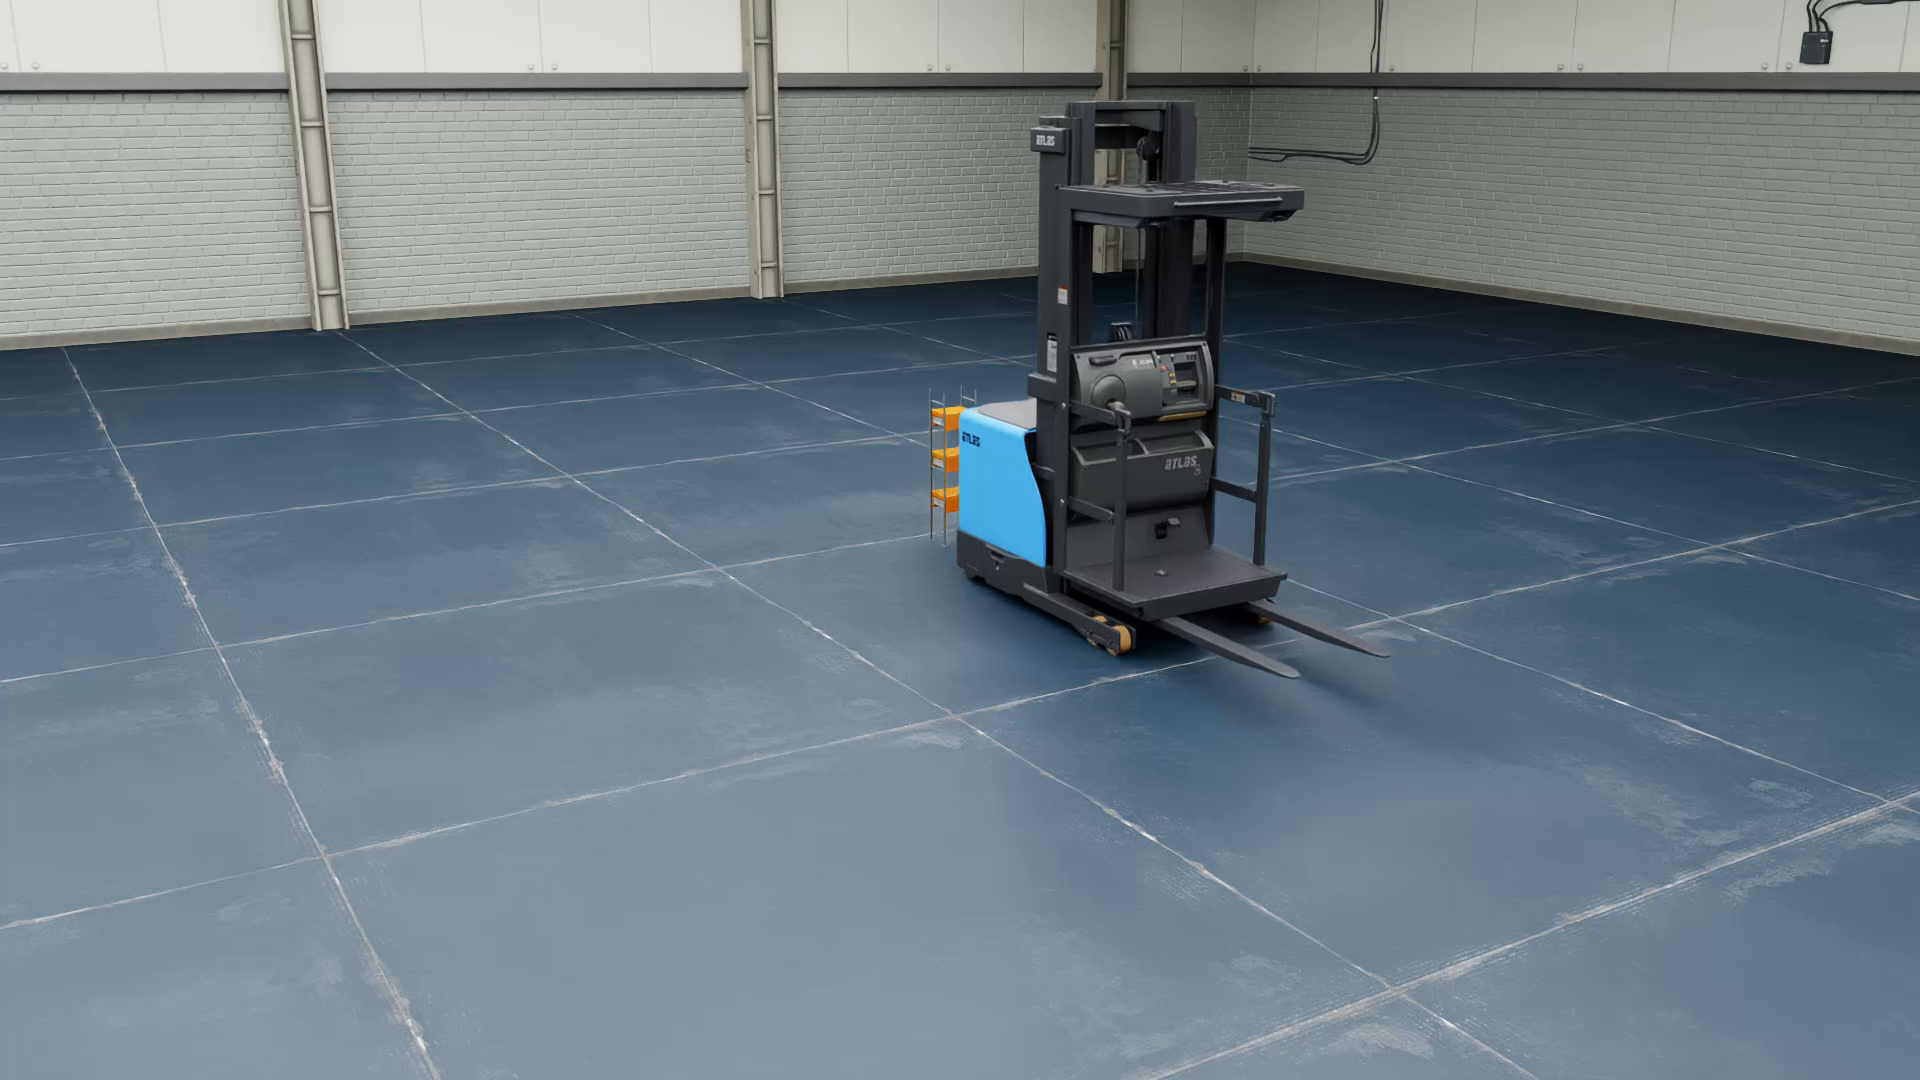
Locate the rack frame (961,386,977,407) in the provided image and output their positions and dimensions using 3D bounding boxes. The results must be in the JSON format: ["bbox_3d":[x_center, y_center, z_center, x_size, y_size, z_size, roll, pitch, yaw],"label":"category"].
[{"bbox_3d":[0.059,-0.515,11.302,0.008,1.050,0.200,-9,18,-30],"label":"rack frame"}]

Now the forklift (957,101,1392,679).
[{"bbox_3d":[1.157,-0.918,9.253,1.130,2.935,3.031,-9,18,-29],"label":"forklift"}]

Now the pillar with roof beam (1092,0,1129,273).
[{"bbox_3d":[4.586,-7.673,22.109,0.400,9.000,9.100,-9,18,-30],"label":"pillar with roof beam"}]

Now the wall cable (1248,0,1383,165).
[{"bbox_3d":[5.575,-7.277,26.451,0.112,2.526,3.097,-9,18,-30],"label":"wall cable"}]

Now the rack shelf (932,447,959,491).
[{"bbox_3d":[-0.046,-0.488,11.244,0.240,0.259,0.215,-9,18,-30],"label":"rack shelf"}]

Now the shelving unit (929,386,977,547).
[{"bbox_3d":[-0.046,-0.498,11.242,0.252,1.050,0.215,-9,18,-30],"label":"shelving unit"}]

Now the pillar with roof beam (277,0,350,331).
[{"bbox_3d":[-5.700,-6.005,16.159,0.400,9.000,9.100,-9,18,-30],"label":"pillar with roof beam"}]

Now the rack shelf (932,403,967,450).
[{"bbox_3d":[-0.046,-0.761,11.168,0.240,0.259,0.215,-9,18,-30],"label":"rack shelf"}]

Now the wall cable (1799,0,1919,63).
[{"bbox_3d":[10.451,-8.211,17.729,0.169,6.003,2.305,-9,18,-30],"label":"wall cable"}]

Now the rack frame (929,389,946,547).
[{"bbox_3d":[-0.150,-0.481,11.181,0.008,1.050,0.200,-9,18,-30],"label":"rack frame"}]

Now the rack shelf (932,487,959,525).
[{"bbox_3d":[-0.046,-0.220,11.319,0.240,0.259,0.215,-9,18,-30],"label":"rack shelf"}]

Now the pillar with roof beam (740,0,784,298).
[{"bbox_3d":[-0.557,-6.839,19.134,0.400,9.000,9.100,-9,18,-30],"label":"pillar with roof beam"}]
